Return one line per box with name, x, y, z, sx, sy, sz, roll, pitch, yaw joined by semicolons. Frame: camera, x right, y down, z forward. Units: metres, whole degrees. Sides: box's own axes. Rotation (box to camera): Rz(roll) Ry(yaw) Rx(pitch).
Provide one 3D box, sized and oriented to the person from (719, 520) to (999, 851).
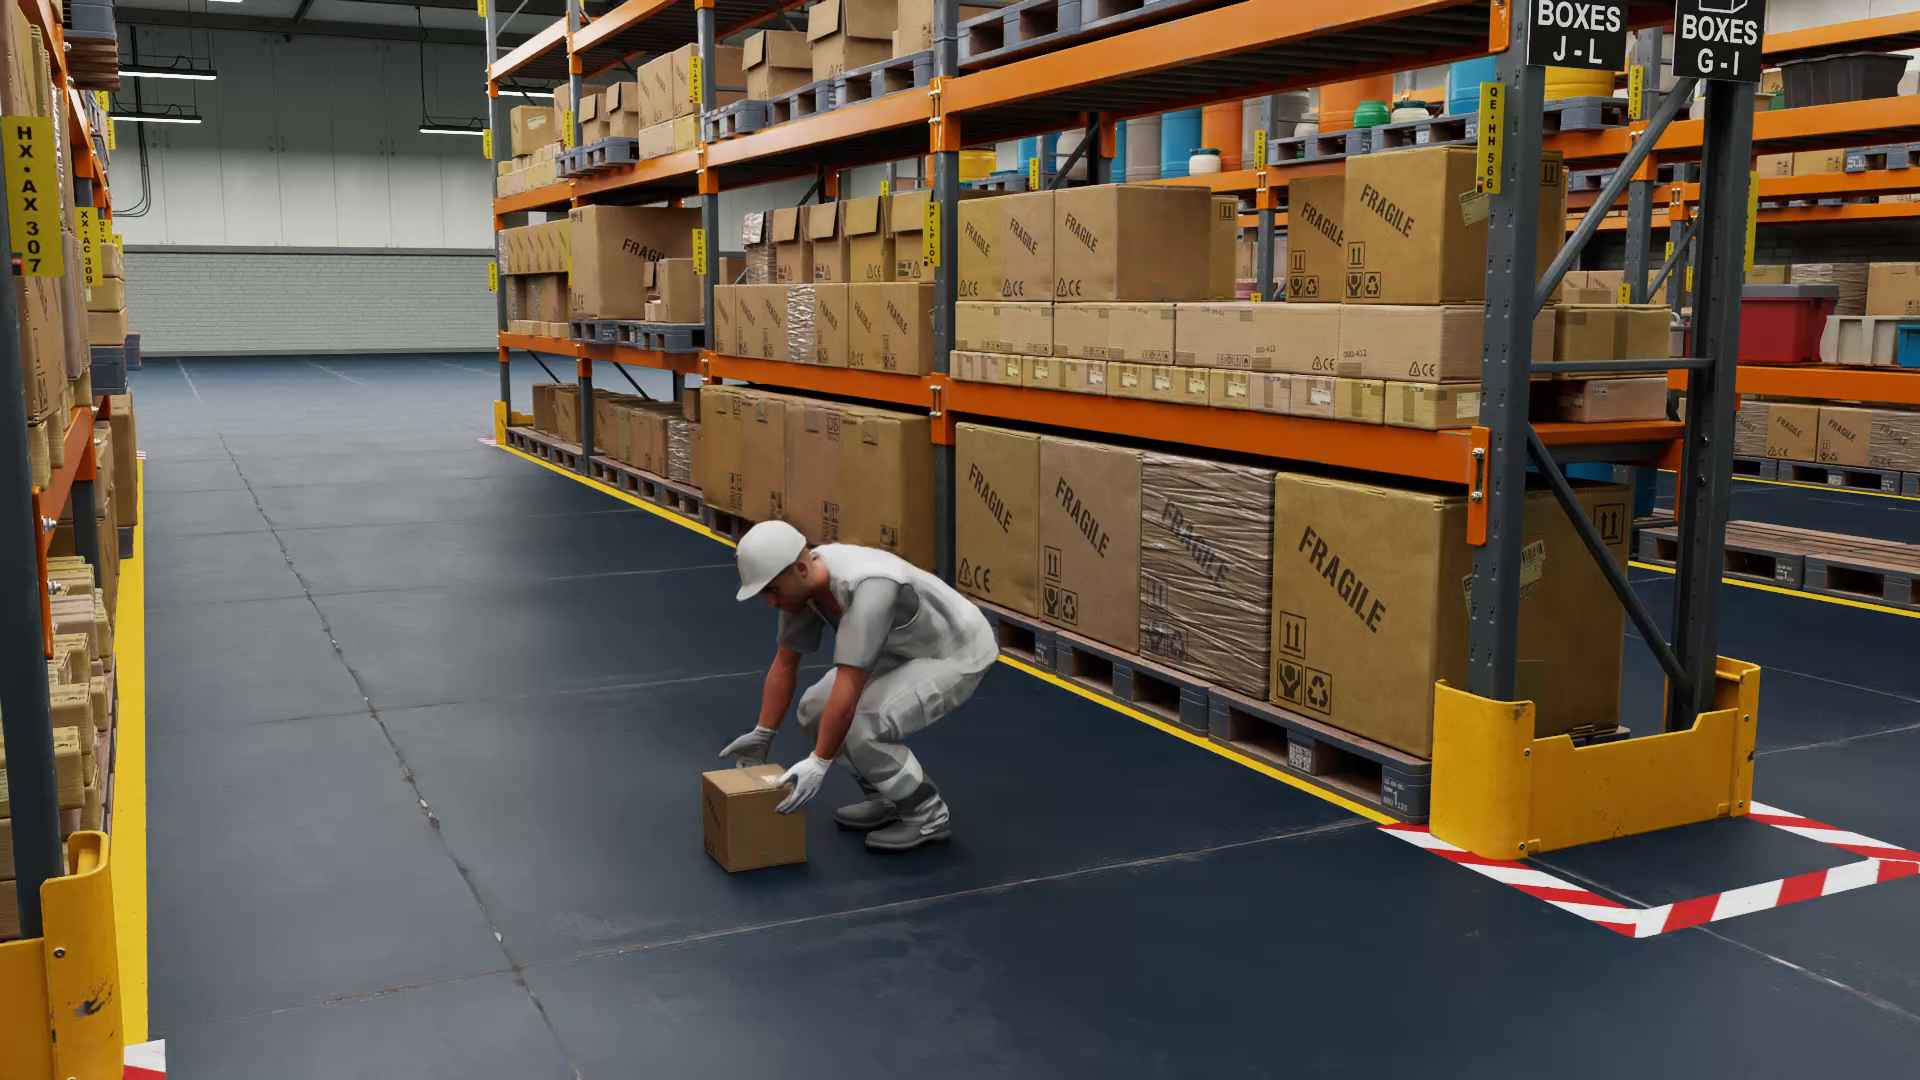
person;-0.291;0.443;5.249;0.870;1.065;0.578;-4;9;-26
